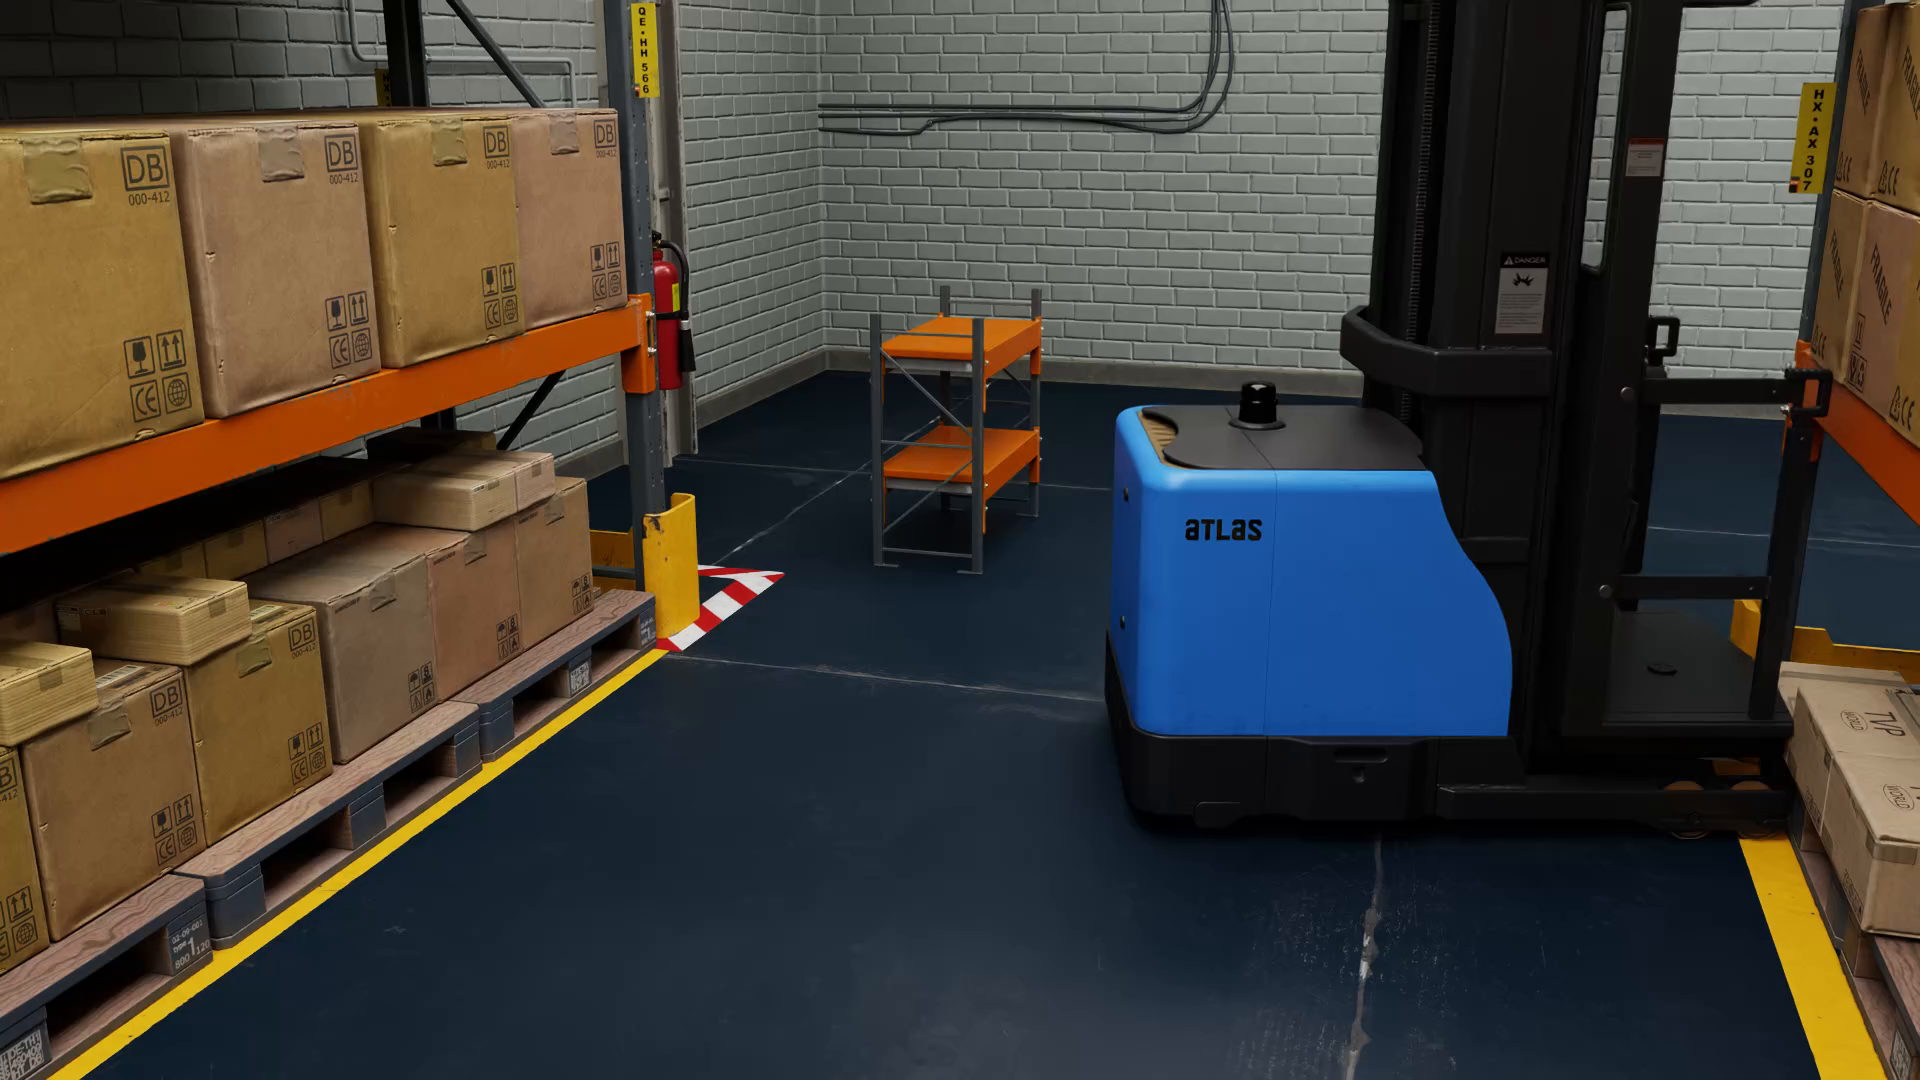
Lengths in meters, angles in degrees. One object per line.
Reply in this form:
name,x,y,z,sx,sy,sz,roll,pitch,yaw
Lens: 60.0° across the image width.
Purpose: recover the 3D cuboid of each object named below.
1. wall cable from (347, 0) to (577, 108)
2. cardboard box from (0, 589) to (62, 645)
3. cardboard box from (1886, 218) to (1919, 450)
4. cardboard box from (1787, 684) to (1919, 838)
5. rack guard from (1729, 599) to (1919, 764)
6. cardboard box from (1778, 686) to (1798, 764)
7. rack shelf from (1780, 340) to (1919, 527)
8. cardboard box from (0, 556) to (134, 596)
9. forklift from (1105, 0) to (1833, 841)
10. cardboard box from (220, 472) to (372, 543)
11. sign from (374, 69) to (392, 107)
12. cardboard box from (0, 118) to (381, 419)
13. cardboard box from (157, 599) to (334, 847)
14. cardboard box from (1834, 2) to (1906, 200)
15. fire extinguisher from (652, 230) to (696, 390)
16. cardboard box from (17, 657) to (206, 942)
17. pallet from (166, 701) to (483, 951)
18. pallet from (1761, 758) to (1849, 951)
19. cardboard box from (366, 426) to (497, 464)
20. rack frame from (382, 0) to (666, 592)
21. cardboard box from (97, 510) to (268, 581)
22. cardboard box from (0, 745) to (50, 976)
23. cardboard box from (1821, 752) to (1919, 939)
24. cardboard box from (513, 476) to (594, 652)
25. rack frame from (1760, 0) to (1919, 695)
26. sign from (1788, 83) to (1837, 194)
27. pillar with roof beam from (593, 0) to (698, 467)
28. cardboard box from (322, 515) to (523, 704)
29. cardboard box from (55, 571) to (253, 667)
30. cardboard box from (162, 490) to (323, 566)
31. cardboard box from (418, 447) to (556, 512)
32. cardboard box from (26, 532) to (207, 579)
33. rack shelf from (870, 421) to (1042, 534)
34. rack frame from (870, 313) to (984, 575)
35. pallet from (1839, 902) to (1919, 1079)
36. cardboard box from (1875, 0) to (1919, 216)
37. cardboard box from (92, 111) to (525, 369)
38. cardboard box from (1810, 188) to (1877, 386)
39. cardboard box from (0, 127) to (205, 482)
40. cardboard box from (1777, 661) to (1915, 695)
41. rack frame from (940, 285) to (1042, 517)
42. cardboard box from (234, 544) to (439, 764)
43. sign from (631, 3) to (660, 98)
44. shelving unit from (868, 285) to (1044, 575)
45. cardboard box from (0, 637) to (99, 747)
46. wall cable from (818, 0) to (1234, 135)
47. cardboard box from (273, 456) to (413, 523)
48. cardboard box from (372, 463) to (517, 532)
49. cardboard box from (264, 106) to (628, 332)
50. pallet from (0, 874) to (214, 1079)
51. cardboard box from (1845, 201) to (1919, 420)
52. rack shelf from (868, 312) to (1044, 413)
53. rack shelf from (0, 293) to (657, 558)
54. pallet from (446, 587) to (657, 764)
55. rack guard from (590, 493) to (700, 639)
wall cable,-2.196,-2.034,7.641,0.084,1.984,1.851,5,16,16
cardboard box,-2.488,0.226,4.158,0.380,0.149,0.250,4,16,14
cardboard box,2.432,-0.440,3.699,0.500,0.500,0.500,5,16,16
cardboard box,2.529,0.609,4.419,0.500,0.250,0.500,5,16,16
rack guard,3.076,0.469,5.260,1.175,0.500,0.348,5,16,16
cardboard box,2.578,0.546,4.793,0.380,0.166,0.250,5,16,16
rack shelf,2.529,0.116,3.243,1.077,0.370,4.000,5,16,16
cardboard box,-2.416,0.160,4.391,0.380,0.149,0.250,5,17,16
forklift,2.009,-0.692,4.898,3.031,2.935,1.130,0,16,0
cardboard box,-2.127,-0.108,5.334,0.380,0.149,0.250,5,17,16
sign,-2.183,-1.636,6.369,0.100,0.325,0.005,5,16,16
cardboard box,-2.210,-0.757,4.451,0.980,0.700,0.700,4,16,13
cardboard box,-2.185,0.457,4.532,0.700,0.500,0.500,5,17,17
cardboard box,2.719,-1.187,4.502,0.500,0.500,0.500,5,17,18
fire extinguisher,-1.168,-0.924,6.415,0.296,0.674,0.183,5,16,16
cardboard box,-2.333,0.591,4.059,0.700,0.500,0.500,4,16,15
pallet,-2.154,0.738,4.840,1.003,0.211,1.213,5,16,16
pallet,2.850,0.817,4.564,1.003,0.211,1.213,5,16,16
cardboard box,-1.912,-0.306,6.032,0.380,0.149,0.250,5,17,16
rack frame,-1.653,-1.137,6.340,1.000,3.000,0.127,5,16,16
cardboard box,-2.271,0.026,4.863,0.380,0.149,0.250,5,17,16
cardboard box,-2.479,0.723,3.596,0.700,0.500,0.500,5,17,17
cardboard box,2.387,0.739,3.958,0.500,0.250,0.500,5,16,16
cardboard box,-1.756,0.055,5.951,0.700,0.500,0.500,5,16,16
rack frame,3.098,-0.754,4.989,1.000,3.000,0.127,5,16,16
sign,2.577,-1.212,5.019,0.100,0.325,0.005,5,16,16
pillar with roof beam,2.413,-4.463,7.072,9.100,9.000,0.400,5,16,16
cardboard box,-1.898,0.186,5.489,0.700,0.500,0.500,5,16,16
cardboard box,-2.058,0.198,4.255,0.380,0.149,0.250,4,16,14
cardboard box,-2.198,-0.041,5.099,0.380,0.149,0.250,5,17,17
cardboard box,-1.618,-0.210,5.694,0.380,0.149,0.250,4,16,15
cardboard box,-2.343,0.092,4.629,0.380,0.149,0.250,4,16,15
rack shelf,0.002,-0.308,7.749,0.538,0.278,1.000,5,16,16
rack frame,-0.143,-0.410,7.213,0.500,1.125,0.032,5,16,16
pallet,2.502,1.135,3.442,1.003,0.211,1.213,5,16,16
cardboard box,2.577,-1.050,4.018,0.500,0.500,0.500,5,17,16
cardboard box,-1.984,-0.956,5.152,0.980,0.700,0.700,4,16,15
cardboard box,2.719,-0.706,4.638,0.500,0.500,0.500,5,17,17
cardboard box,-2.407,-0.566,3.777,0.980,0.700,0.700,4,16,14
cardboard box,2.649,0.489,5.026,0.380,0.149,0.250,5,16,16
rack frame,0.146,-0.676,8.151,0.500,1.125,0.032,5,16,16
cardboard box,-2.040,0.317,5.025,0.700,0.500,0.500,4,16,14
sign,-1.137,-1.762,5.989,0.100,0.325,0.005,5,16,16
shelving unit,0.002,-0.543,7.682,0.538,1.125,1.048,5,16,16
cardboard box,-2.206,0.335,3.774,0.380,0.149,0.250,5,17,18
wall cable,0.297,-3.981,11.065,3.097,2.526,0.112,5,16,16
cardboard box,-2.055,-0.173,5.565,0.380,0.149,0.250,5,16,16
cardboard box,-1.690,-0.143,5.458,0.380,0.149,0.250,5,17,17
cardboard box,-1.788,-1.147,5.826,0.980,0.700,0.700,5,17,18
pallet,-2.498,1.058,3.711,1.003,0.211,1.213,5,16,16
cardboard box,2.577,-0.571,4.161,0.500,0.500,0.500,4,16,15
rack shelf,0.002,-0.825,7.602,0.538,0.278,1.000,5,16,16
rack shelf,-2.221,-0.267,4.594,1.077,0.370,4.000,5,16,16
pallet,-1.805,0.420,5.962,1.003,0.211,1.213,5,16,16
rack guard,-1.646,0.059,6.703,1.175,0.500,0.348,5,16,16
